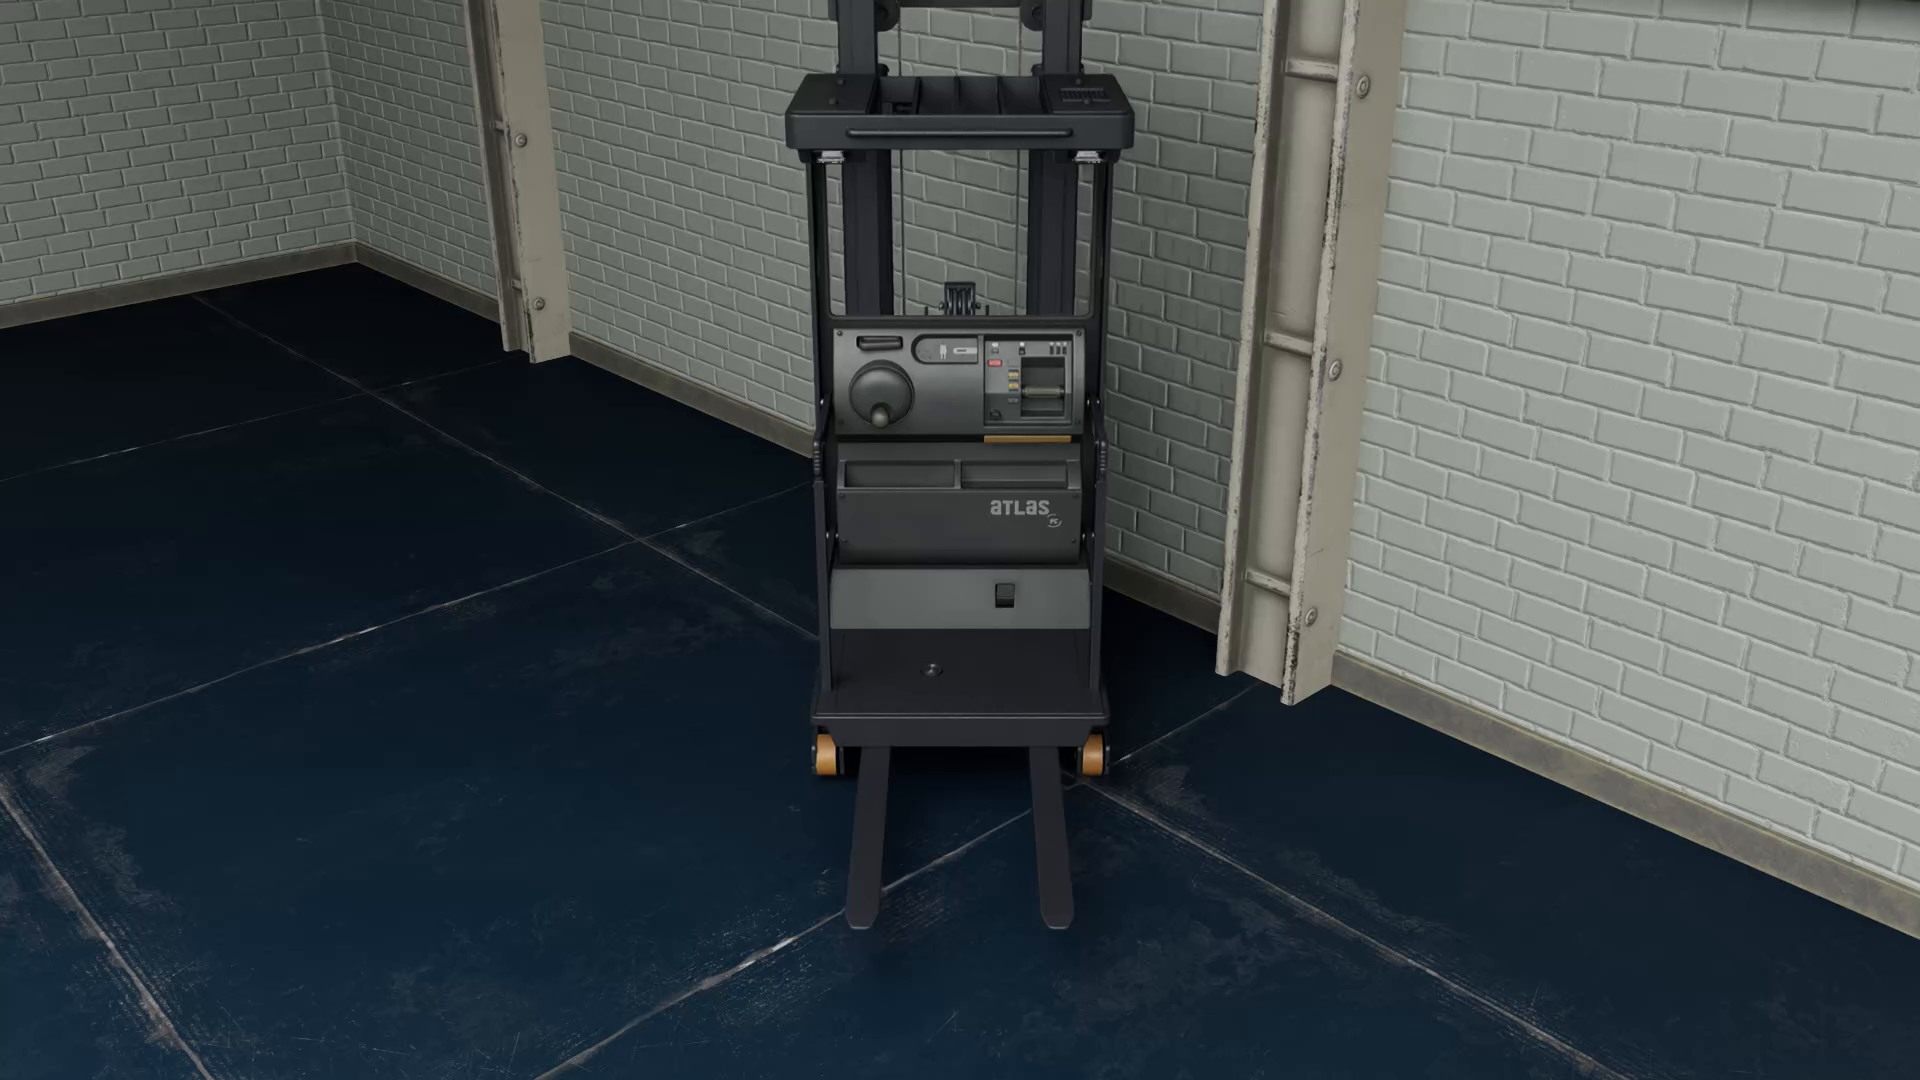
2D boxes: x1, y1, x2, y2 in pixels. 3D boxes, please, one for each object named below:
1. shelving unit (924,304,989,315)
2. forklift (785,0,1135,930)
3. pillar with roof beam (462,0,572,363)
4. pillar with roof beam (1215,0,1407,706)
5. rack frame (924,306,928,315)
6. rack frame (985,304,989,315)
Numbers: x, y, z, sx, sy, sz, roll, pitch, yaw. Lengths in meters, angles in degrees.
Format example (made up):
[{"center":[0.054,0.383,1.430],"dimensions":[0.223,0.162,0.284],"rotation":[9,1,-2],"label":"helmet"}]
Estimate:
[{"center":[-0.015,-0.547,8.003],"dimensions":[0.258,1.200,0.189],"rotation":[-22,32,-39],"label":"shelving unit"},{"center":[0.000,-0.568,5.963],"dimensions":[1.130,2.935,3.031],"rotation":[0,25,0],"label":"forklift"},{"center":[-5.921,-4.117,6.433],"dimensions":[9.100,9.000,0.400],"rotation":[-21,32,-38],"label":"pillar with roof beam"},{"center":[-1.820,-2.300,2.449],"dimensions":[9.100,9.000,0.400],"rotation":[-21,32,-38],"label":"pillar with roof beam"},{"center":[-0.079,-0.574,8.063],"dimensions":[0.240,1.200,0.006],"rotation":[-22,32,-39],"label":"rack frame"},{"center":[0.049,-0.520,7.944],"dimensions":[0.240,1.200,0.006],"rotation":[-22,32,-39],"label":"rack frame"}]
